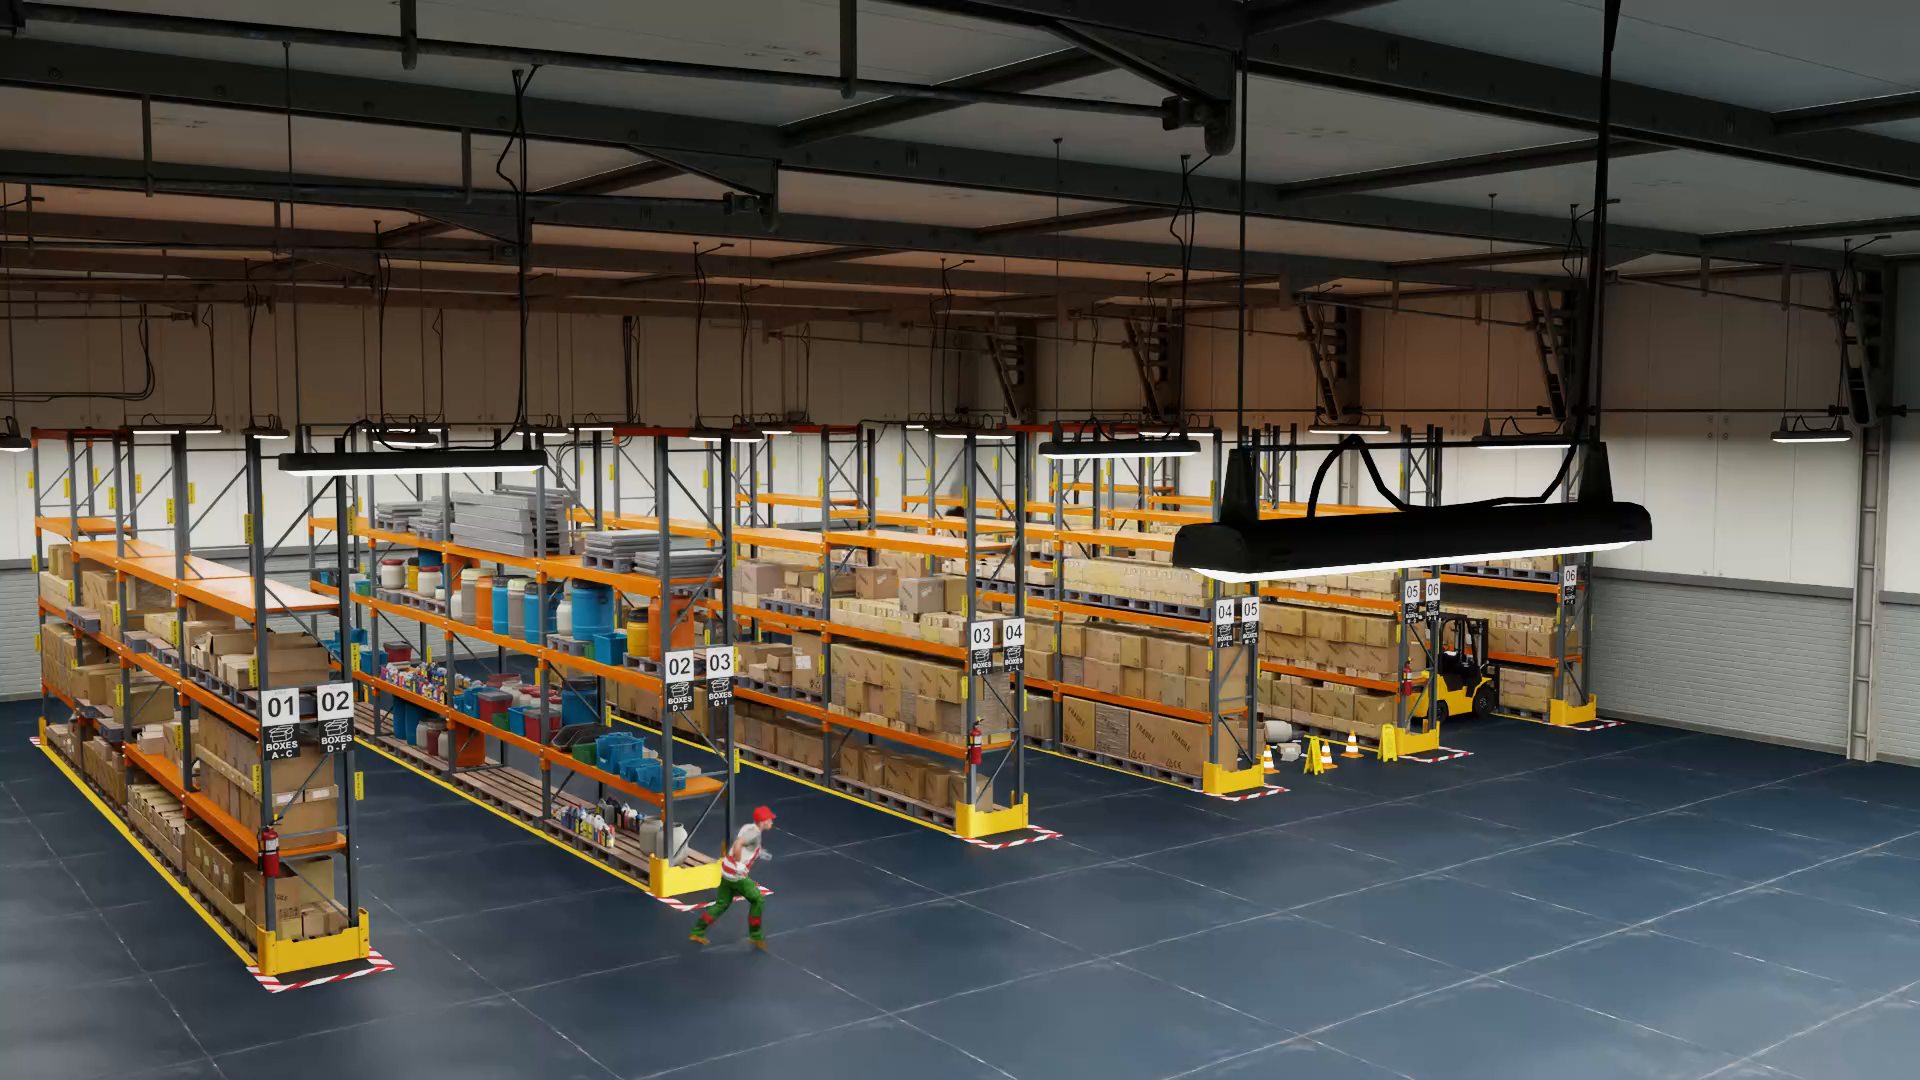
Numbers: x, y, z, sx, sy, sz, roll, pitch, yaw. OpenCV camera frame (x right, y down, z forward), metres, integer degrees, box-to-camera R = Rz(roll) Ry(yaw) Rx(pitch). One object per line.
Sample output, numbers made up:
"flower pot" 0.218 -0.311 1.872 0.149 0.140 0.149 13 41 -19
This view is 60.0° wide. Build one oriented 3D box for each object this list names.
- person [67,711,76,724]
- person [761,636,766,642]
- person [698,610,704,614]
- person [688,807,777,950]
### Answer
"person" -17.387 3.070 33.025 0.633 1.486 0.610 -3 5 -35
"person" -4.163 2.807 34.228 0.596 1.705 0.854 -4 6 -44
"person" -6.140 2.458 39.186 0.648 1.630 0.625 -1 5 -14
"person" -2.639 3.989 19.393 1.026 1.731 0.706 -1 5 -15
